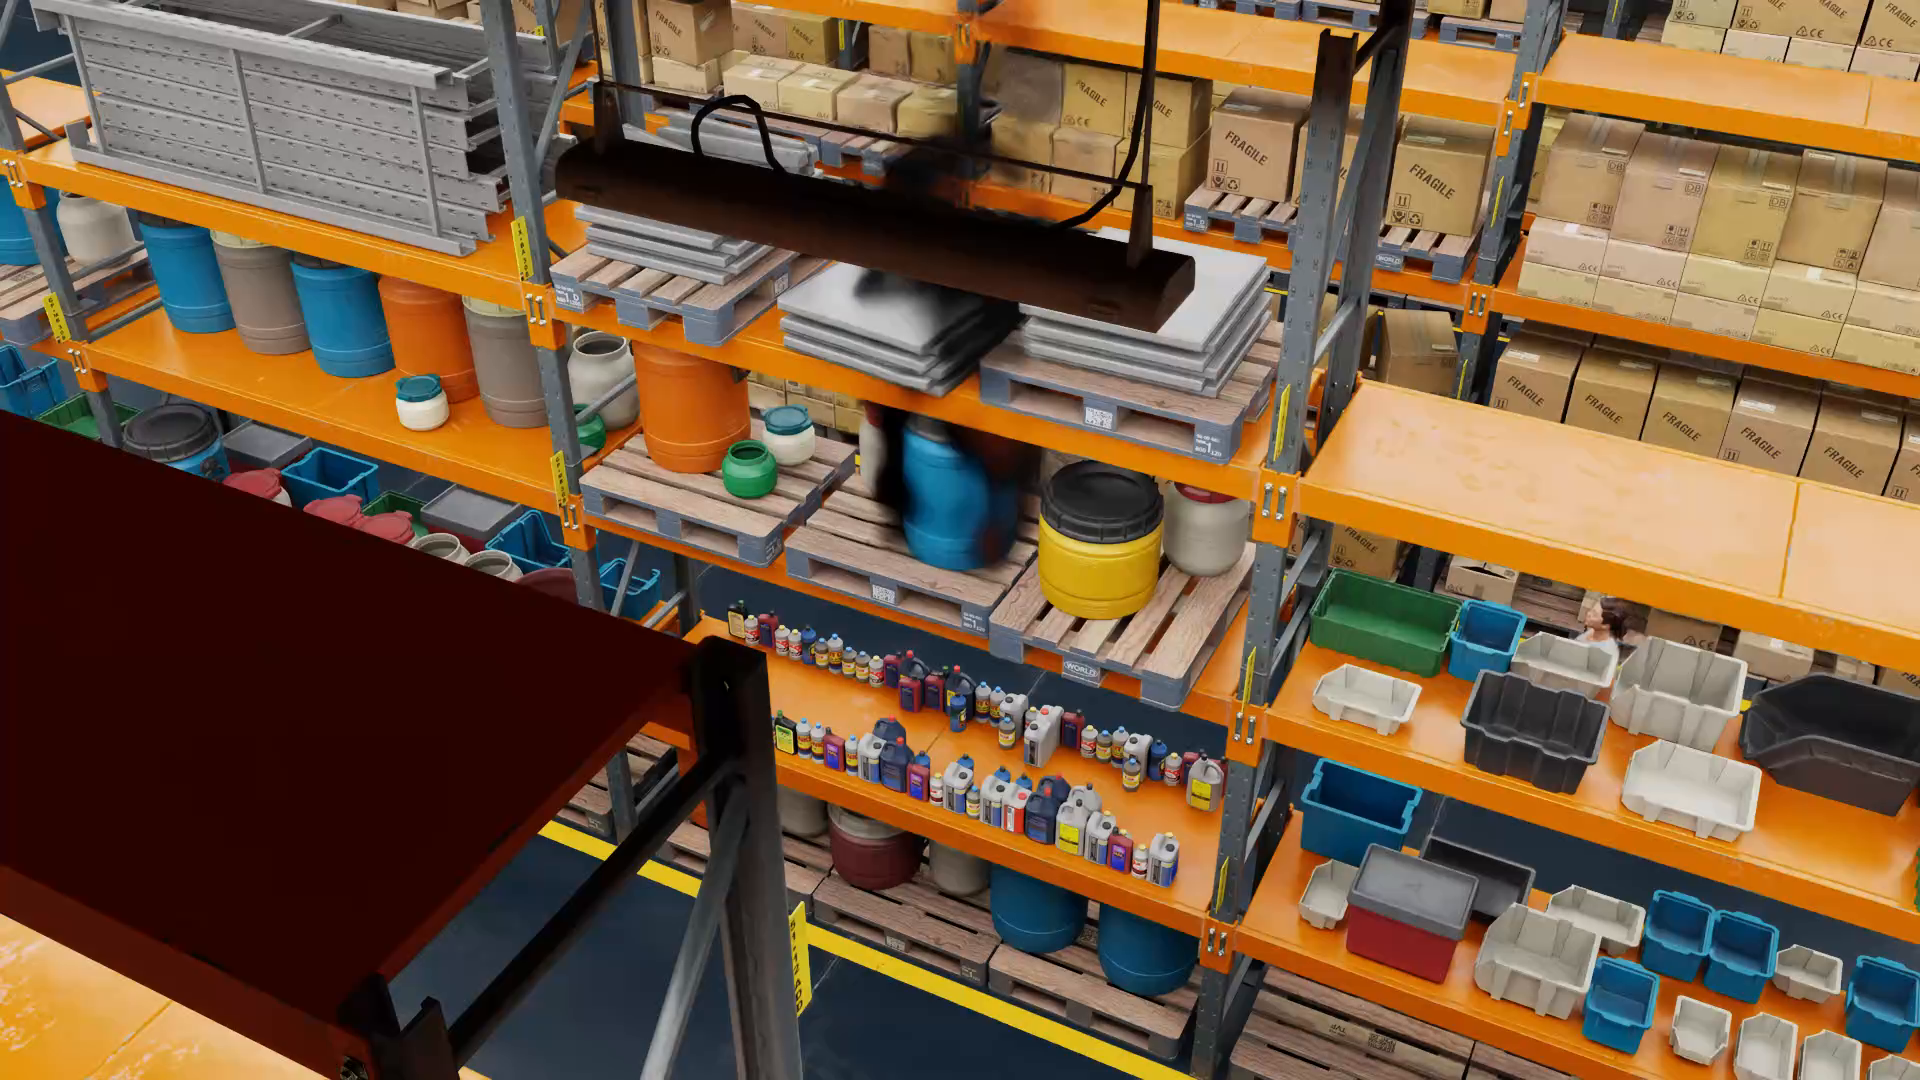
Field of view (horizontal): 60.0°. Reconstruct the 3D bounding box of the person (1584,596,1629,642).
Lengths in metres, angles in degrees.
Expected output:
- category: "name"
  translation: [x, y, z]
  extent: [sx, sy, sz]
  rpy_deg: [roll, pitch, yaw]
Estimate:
- category: "person"
  translation: [4.152, 1.015, 10.949]
  extent: [0.703, 1.510, 0.568]
  rpy_deg: [9, 36, 12]
